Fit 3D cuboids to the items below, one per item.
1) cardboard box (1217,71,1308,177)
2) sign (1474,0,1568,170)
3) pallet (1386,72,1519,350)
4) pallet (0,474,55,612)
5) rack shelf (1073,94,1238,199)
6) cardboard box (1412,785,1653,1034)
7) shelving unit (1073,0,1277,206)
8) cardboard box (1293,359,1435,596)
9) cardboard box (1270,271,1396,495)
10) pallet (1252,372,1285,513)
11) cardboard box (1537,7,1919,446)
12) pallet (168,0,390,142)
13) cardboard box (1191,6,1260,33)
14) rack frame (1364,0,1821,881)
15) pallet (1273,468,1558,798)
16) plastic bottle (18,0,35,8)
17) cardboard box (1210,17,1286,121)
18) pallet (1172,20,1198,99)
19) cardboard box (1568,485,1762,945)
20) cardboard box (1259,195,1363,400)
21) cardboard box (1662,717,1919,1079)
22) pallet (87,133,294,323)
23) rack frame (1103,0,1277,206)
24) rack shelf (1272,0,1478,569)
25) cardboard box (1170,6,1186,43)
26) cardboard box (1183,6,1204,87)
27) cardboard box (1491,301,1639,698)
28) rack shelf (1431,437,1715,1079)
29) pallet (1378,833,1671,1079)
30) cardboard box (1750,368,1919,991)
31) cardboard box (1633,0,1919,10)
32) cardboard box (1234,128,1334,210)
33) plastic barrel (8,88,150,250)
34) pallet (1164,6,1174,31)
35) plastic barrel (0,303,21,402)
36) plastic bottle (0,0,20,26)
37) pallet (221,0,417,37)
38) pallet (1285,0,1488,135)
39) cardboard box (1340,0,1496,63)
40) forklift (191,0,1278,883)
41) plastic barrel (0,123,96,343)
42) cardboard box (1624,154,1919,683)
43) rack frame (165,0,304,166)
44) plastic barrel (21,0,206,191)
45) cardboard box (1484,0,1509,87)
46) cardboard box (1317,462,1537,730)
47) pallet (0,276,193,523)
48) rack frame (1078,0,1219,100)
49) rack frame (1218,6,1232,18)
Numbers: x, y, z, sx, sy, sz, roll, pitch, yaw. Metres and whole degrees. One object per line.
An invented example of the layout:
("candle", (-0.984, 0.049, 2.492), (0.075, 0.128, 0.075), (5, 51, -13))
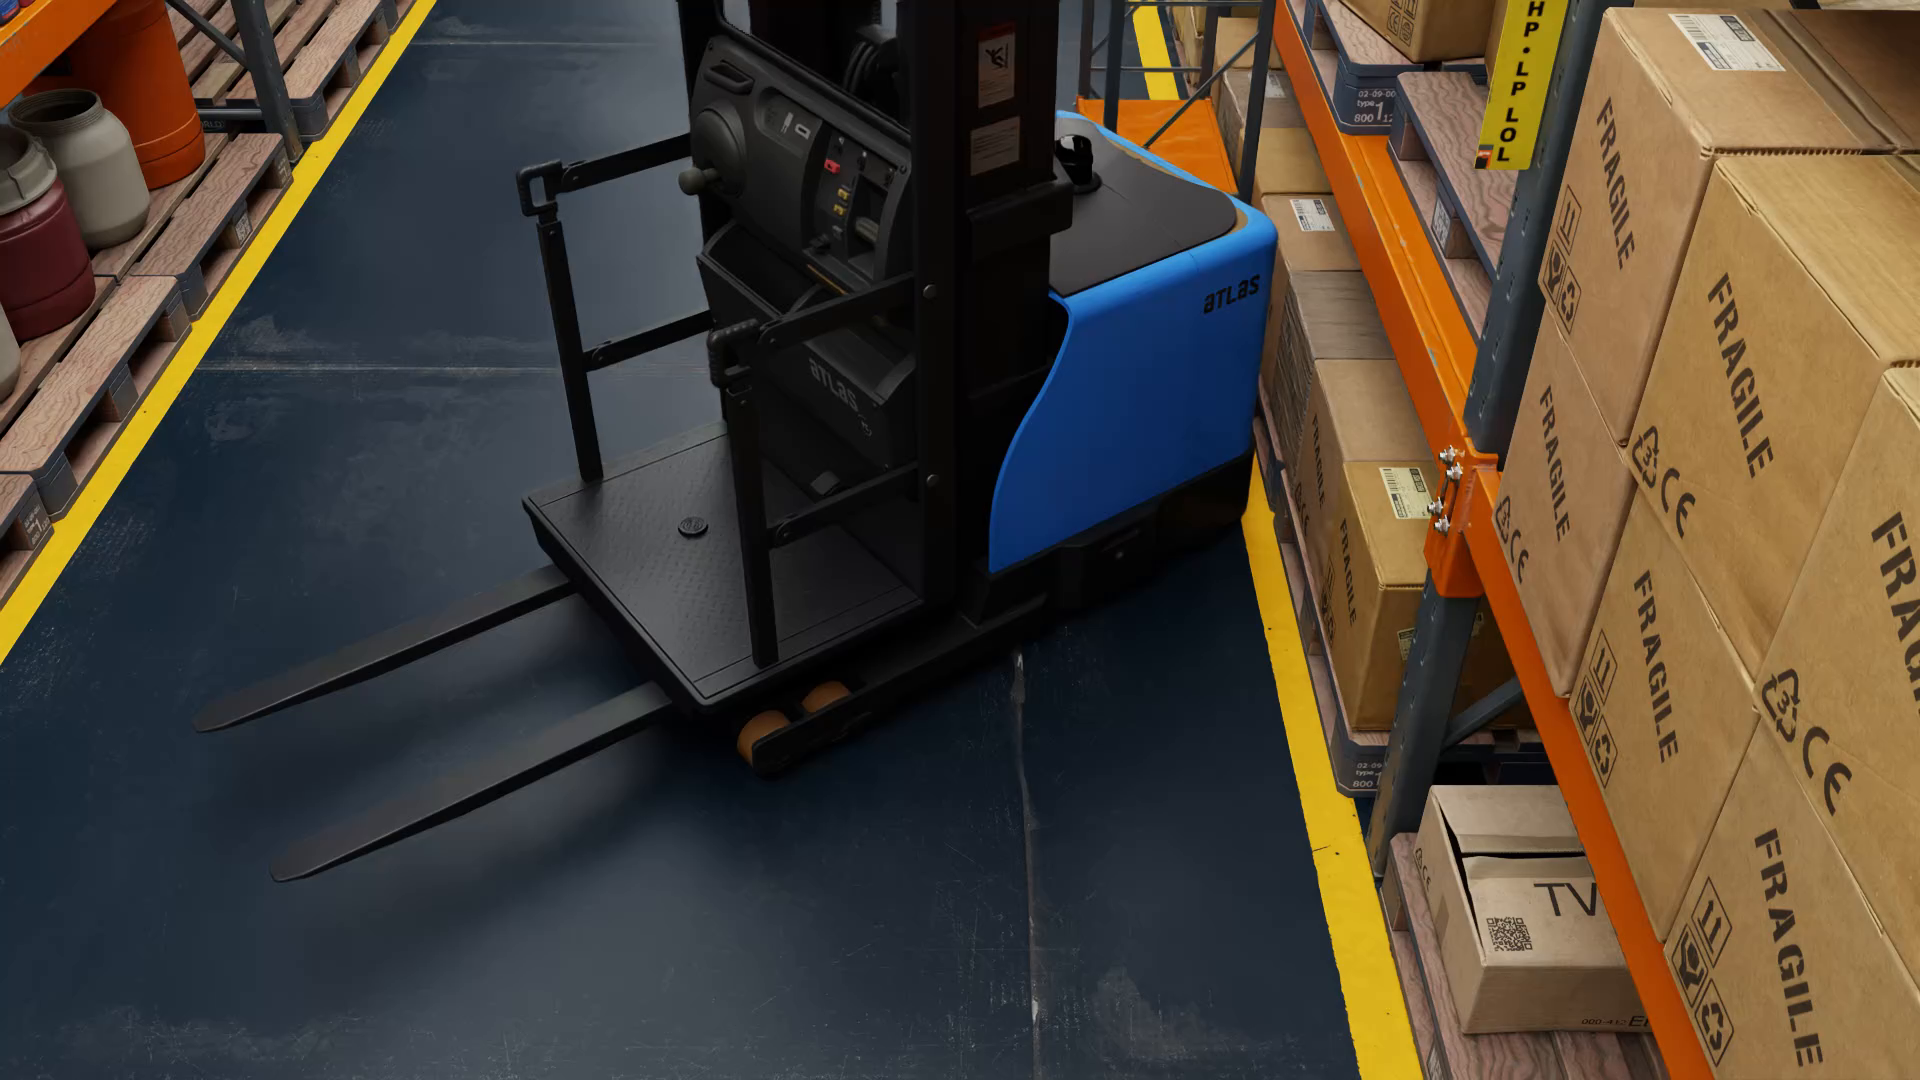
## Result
("cardboard box", (1.257, -1.439, 6.294), (0.500, 0.500, 0.500), (-1, 39, -2))
("sign", (0.986, -0.803, 2.927), (0.100, 0.325, 0.005), (0, 39, 0))
("pallet", (1.649, -0.779, 3.976), (1.003, 0.211, 1.213), (0, 39, 0))
("pallet", (-3.372, 0.253, 4.765), (1.003, 0.211, 1.213), (0, 39, 0))
("rack shelf", (0.700, -1.305, 5.964), (0.538, 0.185, 1.000), (0, 39, -1))
("cardboard box", (1.325, 0.786, 3.668), (0.500, 0.311, 0.500), (0, 39, 0))
("shelving unit", (0.701, -1.440, 5.845), (0.587, 1.500, 1.083), (0, 39, -1))
("cardboard box", (1.261, -0.167, 4.707), (0.500, 0.500, 0.500), (0, 39, 0))
("cardboard box", (1.261, -0.481, 5.099), (0.500, 0.500, 0.500), (0, 39, 1))
("pallet", (1.498, -0.539, 5.754), (1.003, 0.211, 1.213), (0, 39, 0))
("cardboard box", (1.260, -0.488, 2.581), (0.500, 0.500, 0.500), (1, 39, 1))
("pallet", (-3.379, -2.250, 7.889), (1.003, 0.211, 1.213), (0, 39, 0))
("cardboard box", (1.289, -2.492, 7.376), (0.500, 0.311, 0.500), (1, 39, 1))
("rack frame", (1.541, -0.354, 3.293), (1.000, 3.000, 0.127), (0, 39, 0))
("pallet", (1.502, 0.226, 4.799), (1.003, 0.211, 1.213), (0, 39, 0))
("plastic bottle", (-2.989, -1.841, 5.242), (0.061, 0.283, 0.133), (0, 39, 0))
("cardboard box", (1.251, -1.767, 6.703), (0.500, 0.500, 0.500), (2, 39, 2))
("pallet", (1.574, -2.282, 7.929), (1.003, 0.211, 1.213), (0, 39, 0))
("cardboard box", (1.273, 0.246, 2.464), (0.500, 0.500, 0.500), (1, 39, 1))
("cardboard box", (1.258, -0.799, 5.496), (0.500, 0.500, 0.500), (-1, 39, -2))
("cardboard box", (1.271, 0.559, 2.074), (0.500, 0.500, 0.500), (0, 39, 0))
("pallet", (-3.375, -1.273, 6.669), (1.003, 0.211, 1.213), (0, 39, 0))
("rack frame", (0.705, -1.127, 5.455), (0.500, 1.500, 0.032), (0, 39, -1))
("rack shelf", (1.538, -1.324, 5.078), (1.077, 0.370, 4.000), (0, 39, 0))
("cardboard box", (1.287, -2.597, 7.955), (0.500, 0.250, 0.500), (0, 39, -1))
("cardboard box", (1.292, -2.275, 7.553), (0.500, 0.250, 0.500), (1, 39, 1))
("cardboard box", (1.269, -0.074, 2.863), (0.500, 0.500, 0.500), (1, 39, 1))
("rack shelf", (1.543, 1.178, 1.957), (1.077, 0.370, 4.000), (0, 39, 0))
("pallet", (1.541, 1.164, 3.629), (1.003, 0.211, 1.213), (0, 39, 0))
("cardboard box", (1.261, 0.156, 1.777), (0.500, 0.500, 0.500), (-1, 39, -1))
("cardboard box", (1.764, -0.853, 3.500), (0.700, 0.500, 0.500), (-13, 40, -15))
("cardboard box", (1.253, -1.125, 5.903), (0.500, 0.500, 0.500), (-1, 39, -1))
("plastic barrel", (-3.310, -1.388, 6.237), (0.421, 0.512, 0.421), (0, 39, 0))
("pallet", (1.576, -3.043, 8.878), (1.003, 0.211, 1.213), (0, 39, 0))
("plastic barrel", (-3.308, -0.682, 5.356), (0.421, 0.512, 0.421), (0, 39, 0))
("plastic bottle", (-3.030, -1.768, 5.097), (0.144, 0.351, 0.185), (0, 39, 0))
("pallet", (-3.378, -3.011, 8.839), (1.003, 0.211, 1.213), (0, 39, 0))
("pallet", (1.543, -1.564, 4.957), (1.003, 0.211, 1.213), (0, 39, 0))
("cardboard box", (1.477, -1.661, 4.509), (0.700, 0.500, 0.500), (-9, 40, -11))
("forklift", (-0.578, -0.896, 4.024), (3.031, 2.935, 1.130), (-25, 45, -27))
("plastic barrel", (-3.398, -1.065, 5.772), (0.600, 0.588, 0.708), (0, 39, 0))
("cardboard box", (1.261, -0.165, 2.178), (0.500, 0.500, 0.500), (-1, 39, -1))
("rack frame", (-3.417, -2.854, 6.413), (1.000, 3.000, 0.127), (0, 39, 0))
("plastic barrel", (-3.400, -1.865, 6.578), (0.600, 0.830, 0.708), (0, 39, 0))
("cardboard box", (1.700, -1.283, 4.037), (0.700, 0.500, 0.500), (6, 39, 7))
("cardboard box", (1.254, 0.142, 4.322), (0.500, 0.500, 0.500), (0, 39, 0))
("pallet", (-3.376, -0.512, 5.720), (1.003, 0.211, 1.213), (0, 39, 0))
("rack frame", (0.698, -1.763, 6.249), (0.500, 1.500, 0.032), (0, 39, -1))
("rack frame", (1.536, -2.855, 6.414), (1.000, 3.000, 0.127), (0, 39, 0))
